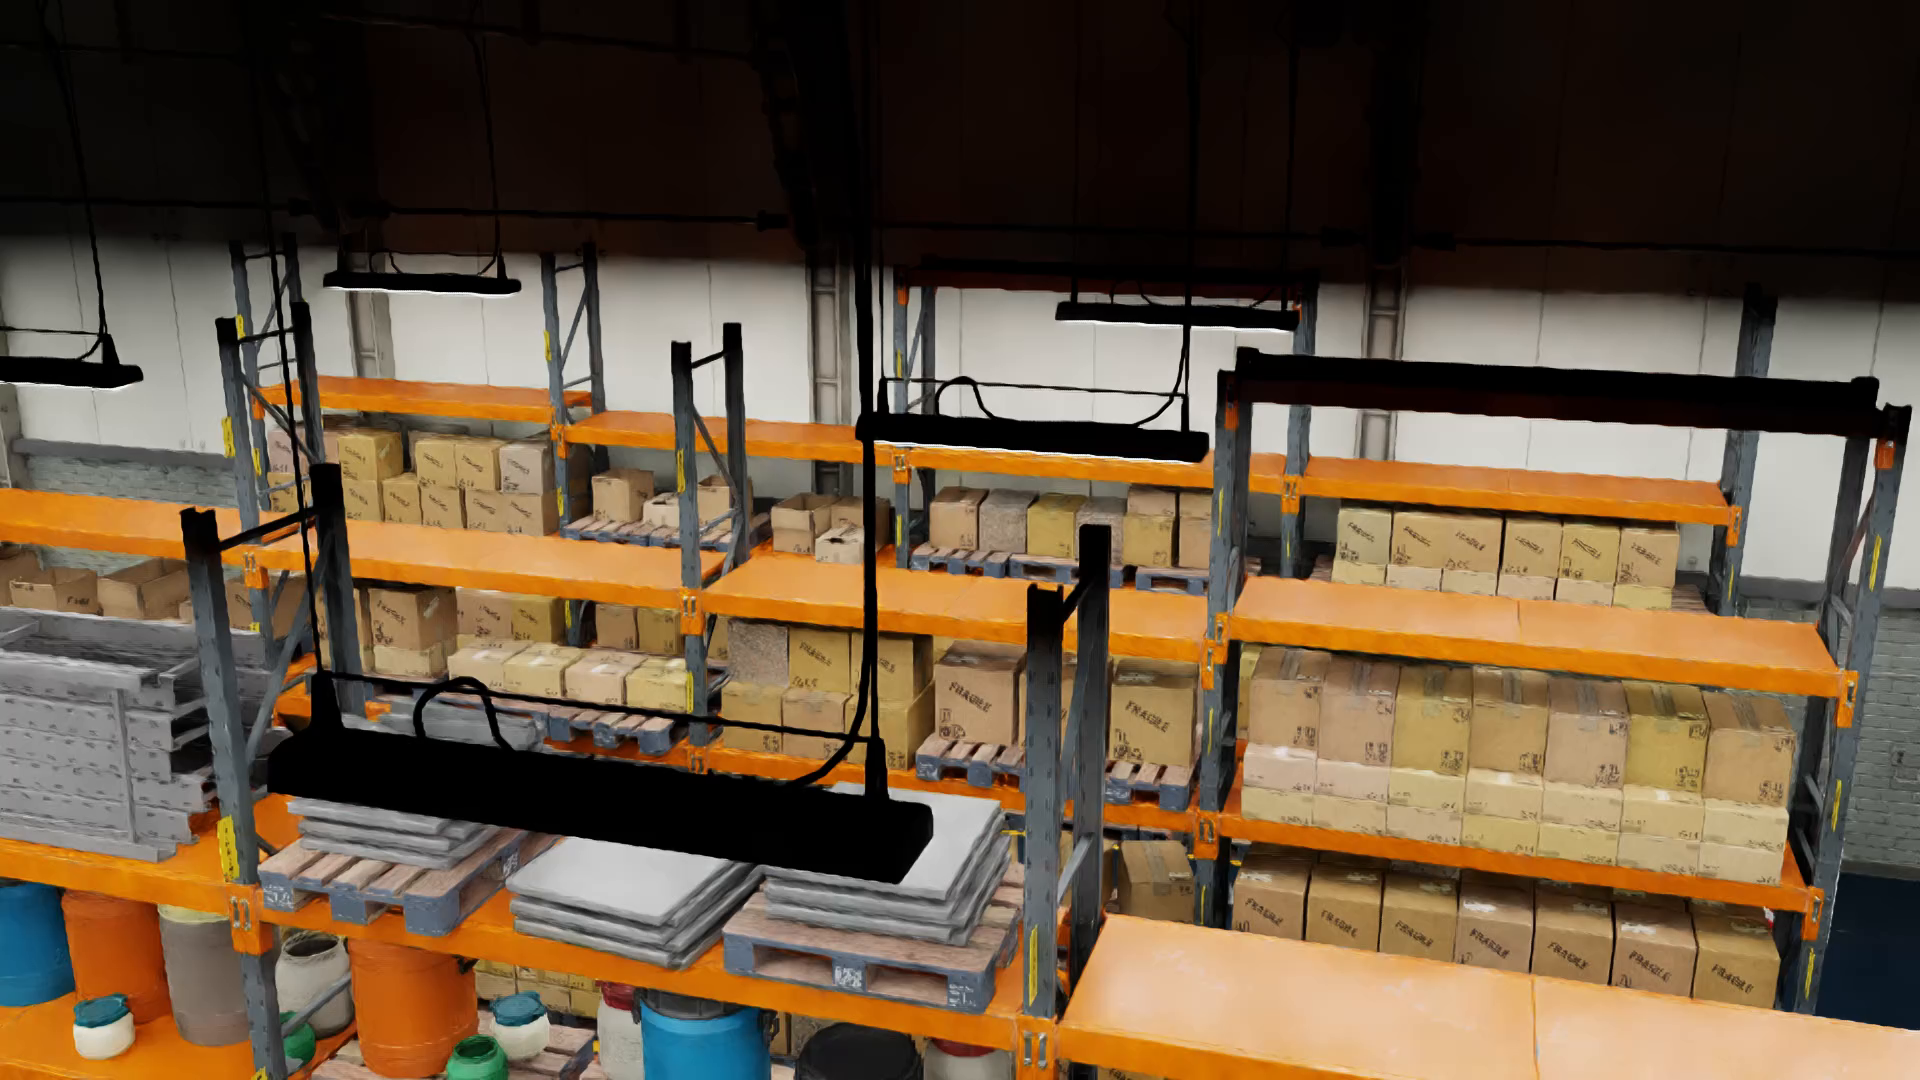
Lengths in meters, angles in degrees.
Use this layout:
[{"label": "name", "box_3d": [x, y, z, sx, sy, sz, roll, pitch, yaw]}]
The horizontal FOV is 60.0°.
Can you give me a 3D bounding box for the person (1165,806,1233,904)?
[{"label": "person", "box_3d": [2.208, 2.777, 16.192, 1.019, 1.612, 0.453, 4, 17, 15]}]
